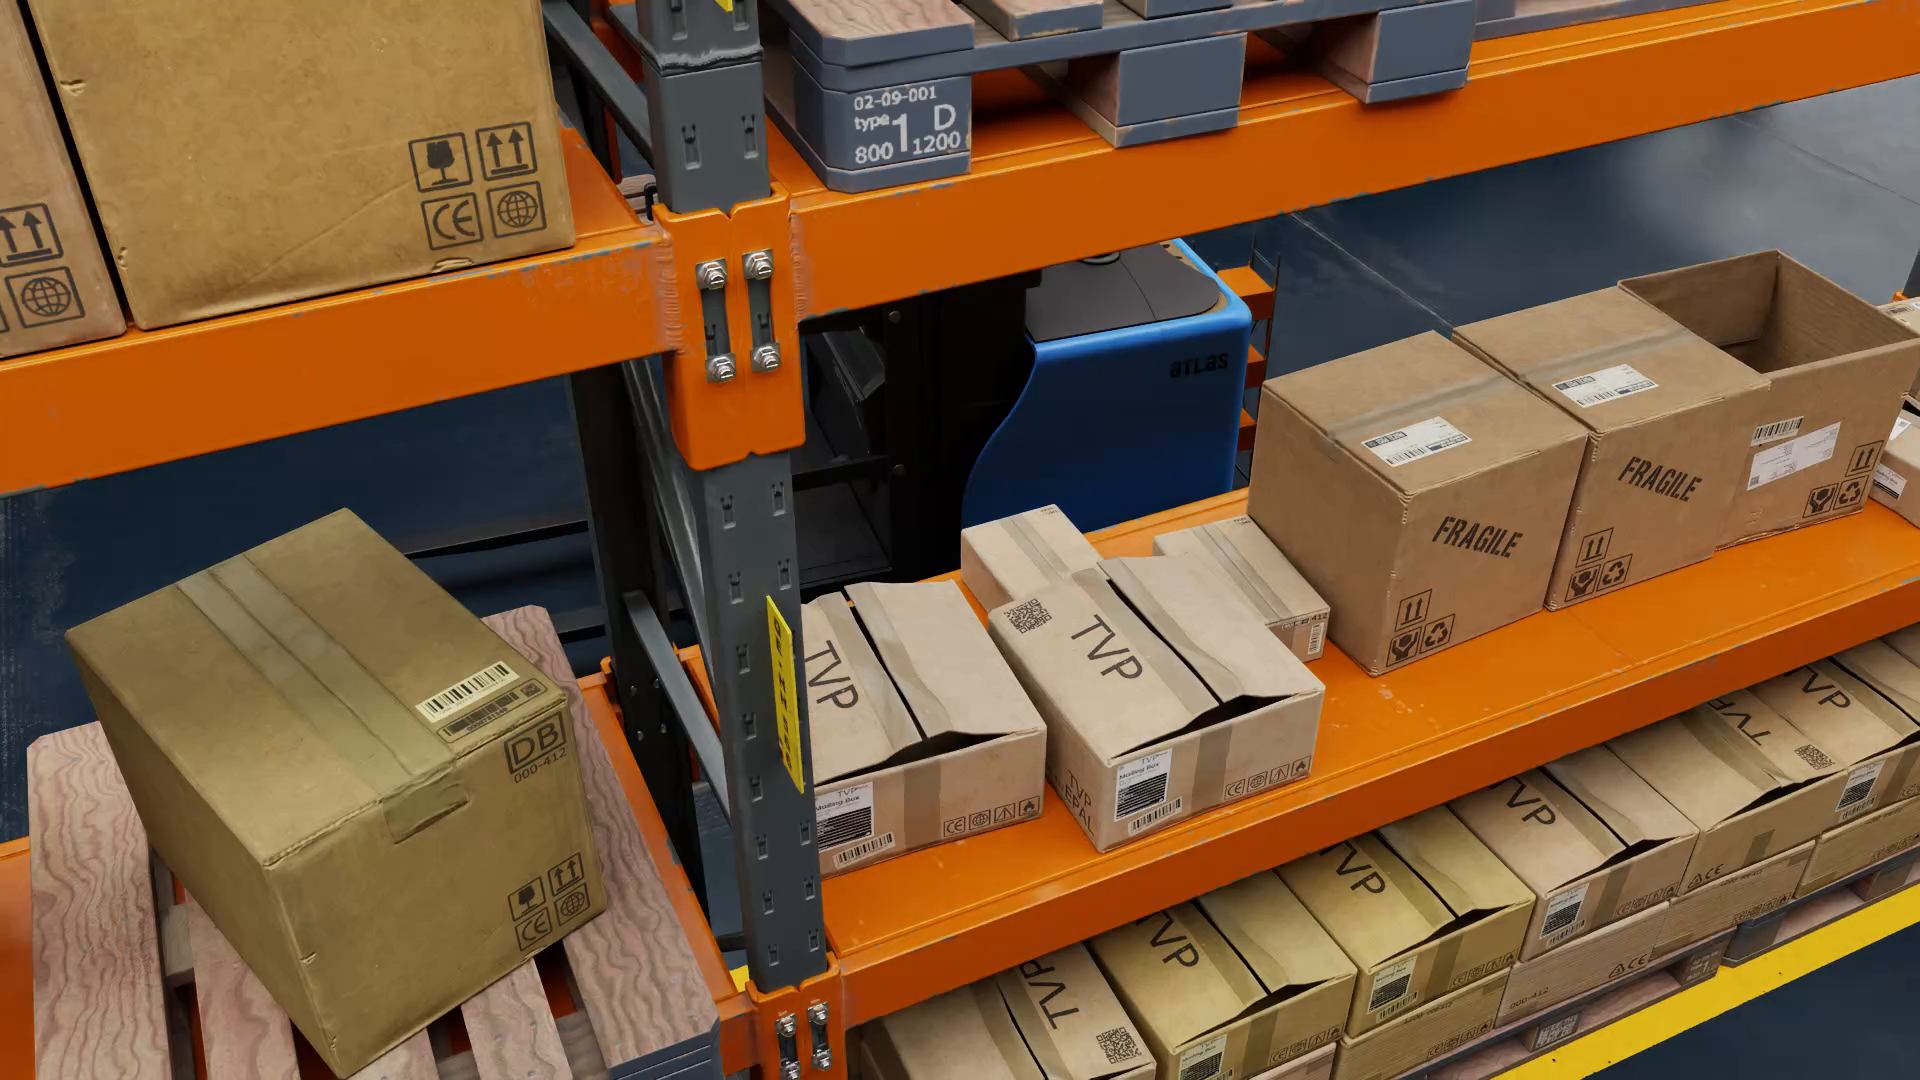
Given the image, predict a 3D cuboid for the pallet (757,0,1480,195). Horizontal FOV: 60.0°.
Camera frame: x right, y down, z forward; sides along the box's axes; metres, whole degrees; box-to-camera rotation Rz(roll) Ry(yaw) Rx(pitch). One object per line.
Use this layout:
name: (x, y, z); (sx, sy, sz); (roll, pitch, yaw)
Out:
pallet: (0.073, -0.970, 2.680); (1.003, 0.211, 1.213); (-14, 39, -18)

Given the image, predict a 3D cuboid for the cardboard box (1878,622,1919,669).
cardboard box: (2.873, 0.334, 4.766); (0.500, 0.311, 0.500); (-16, 39, -20)

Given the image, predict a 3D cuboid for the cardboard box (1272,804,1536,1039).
cardboard box: (1.030, 0.850, 4.071); (0.500, 0.311, 0.500); (-17, 40, -21)

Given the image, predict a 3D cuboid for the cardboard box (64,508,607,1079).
cardboard box: (-1.026, 0.390, 2.769); (0.500, 0.500, 0.700); (-30, 46, -34)

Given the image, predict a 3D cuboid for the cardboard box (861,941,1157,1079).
cardboard box: (0.096, 1.115, 3.713); (0.500, 0.311, 0.500); (-14, 39, -18)

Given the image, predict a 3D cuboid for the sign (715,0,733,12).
sign: (-0.275, -0.740, 1.778); (0.005, 0.325, 0.100); (-16, 39, -20)

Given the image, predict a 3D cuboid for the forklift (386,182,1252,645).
forklift: (-0.589, -1.058, 5.215); (3.031, 2.935, 1.130); (-11, 38, -15)

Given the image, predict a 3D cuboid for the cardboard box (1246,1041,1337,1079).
cardboard box: (0.550, 1.213, 4.052); (0.500, 0.250, 0.500); (-17, 40, -21)

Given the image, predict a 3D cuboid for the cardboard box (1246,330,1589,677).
cardboard box: (1.009, -0.095, 3.776); (0.500, 0.500, 0.500); (-18, 40, -22)

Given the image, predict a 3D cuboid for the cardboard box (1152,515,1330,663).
cardboard box: (0.627, 0.127, 3.772); (0.250, 0.149, 0.380); (-13, 38, -17)

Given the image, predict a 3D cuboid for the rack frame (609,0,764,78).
rack frame: (-0.503, -2.031, 1.434); (0.127, 3.000, 1.000); (-16, 39, -20)

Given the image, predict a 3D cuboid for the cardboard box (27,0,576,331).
cardboard box: (-0.884, -0.737, 2.124); (0.500, 0.500, 0.910); (-16, 39, -20)

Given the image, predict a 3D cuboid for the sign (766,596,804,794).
sign: (-0.264, 0.236, 2.508); (0.005, 0.325, 0.100); (-16, 39, -20)

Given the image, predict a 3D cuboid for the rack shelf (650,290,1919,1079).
rack shelf: (1.307, 0.162, 4.118); (4.000, 0.370, 1.077); (-16, 39, -20)

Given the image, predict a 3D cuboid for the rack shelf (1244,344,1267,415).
rack shelf: (0.977, -0.604, 6.201); (0.240, 0.259, 0.215); (-12, 38, -15)

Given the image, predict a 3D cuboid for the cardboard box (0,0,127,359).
cardboard box: (-1.346, -0.608, 1.950); (0.500, 0.500, 0.910); (-16, 39, -20)

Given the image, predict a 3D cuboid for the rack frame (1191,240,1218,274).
rack frame: (0.861, -0.589, 6.163); (0.008, 1.050, 0.200); (-12, 38, -15)

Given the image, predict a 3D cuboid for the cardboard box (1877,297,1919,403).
cardboard box: (2.690, -0.425, 4.431); (0.500, 0.250, 0.500); (-13, 39, -17)

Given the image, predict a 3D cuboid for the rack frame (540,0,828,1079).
rack frame: (-0.503, 0.379, 3.221); (0.127, 3.000, 1.000); (-16, 39, -20)

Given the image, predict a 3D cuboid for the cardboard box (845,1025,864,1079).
cardboard box: (-0.131, 1.050, 4.272); (0.500, 0.250, 0.500); (-15, 39, -19)

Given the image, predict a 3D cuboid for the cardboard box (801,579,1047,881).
cardboard box: (-0.156, 0.346, 3.340); (0.500, 0.311, 0.500); (-13, 39, -17)

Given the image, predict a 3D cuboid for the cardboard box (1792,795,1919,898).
cardboard box: (2.407, 0.691, 4.757); (0.500, 0.250, 0.500); (-16, 40, -21)

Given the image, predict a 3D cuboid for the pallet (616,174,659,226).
pallet: (-1.887, -1.348, 7.891); (1.213, 0.211, 1.003); (-16, 39, -20)

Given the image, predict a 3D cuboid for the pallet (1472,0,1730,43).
pallet: (1.084, -1.255, 3.064); (1.213, 0.211, 1.003); (-14, 39, -18)

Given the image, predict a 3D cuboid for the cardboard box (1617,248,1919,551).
cardboard box: (1.939, -0.355, 4.126); (0.500, 0.500, 0.500); (-13, 38, -17)

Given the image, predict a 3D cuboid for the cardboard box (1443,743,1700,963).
cardboard box: (1.495, 0.720, 4.247); (0.500, 0.311, 0.500); (-16, 39, -21)

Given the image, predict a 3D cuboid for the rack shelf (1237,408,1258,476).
rack shelf: (0.977, -0.381, 6.367); (0.240, 0.259, 0.215); (-12, 38, -15)

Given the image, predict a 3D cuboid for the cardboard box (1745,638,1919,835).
cardboard box: (2.405, 0.469, 4.584); (0.500, 0.311, 0.500); (-15, 39, -19)

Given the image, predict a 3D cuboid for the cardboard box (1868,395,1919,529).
cardboard box: (2.400, -0.258, 4.193); (0.258, 0.266, 0.396); (-17, 40, -21)

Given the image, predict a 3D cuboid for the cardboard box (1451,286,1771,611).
cardboard box: (1.485, -0.228, 3.955); (0.500, 0.500, 0.500); (-16, 39, -20)

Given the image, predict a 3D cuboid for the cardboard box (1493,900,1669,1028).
cardboard box: (1.483, 0.948, 4.409); (0.500, 0.250, 0.500); (-15, 39, -19)

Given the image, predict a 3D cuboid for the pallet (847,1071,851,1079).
pallet: (0.258, 1.312, 4.304); (1.213, 0.211, 1.003); (-16, 39, -20)

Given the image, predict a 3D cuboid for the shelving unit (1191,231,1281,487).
shelving unit: (0.977, -0.613, 6.195); (0.252, 1.050, 0.215); (-12, 38, -15)

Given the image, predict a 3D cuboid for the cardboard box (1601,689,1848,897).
cardboard box: (1.952, 0.594, 4.416); (0.500, 0.311, 0.500); (-16, 39, -20)

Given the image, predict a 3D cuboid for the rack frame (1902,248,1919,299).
rack frame: (3.118, -0.633, 4.586); (0.127, 3.000, 1.000); (-16, 39, -20)

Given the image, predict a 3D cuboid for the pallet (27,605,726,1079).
pallet: (-1.087, 0.666, 2.996); (1.003, 0.211, 1.213); (-16, 39, -20)

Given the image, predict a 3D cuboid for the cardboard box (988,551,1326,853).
cardboard box: (0.389, 0.293, 3.412); (0.500, 0.311, 0.500); (-16, 39, -20)

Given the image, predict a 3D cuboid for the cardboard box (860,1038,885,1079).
cardboard box: (0.096, 1.341, 3.880); (0.500, 0.250, 0.500); (-16, 39, -20)

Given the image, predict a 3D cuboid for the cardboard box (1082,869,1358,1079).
cardboard box: (0.567, 0.978, 3.899); (0.500, 0.311, 0.500); (-17, 40, -21)

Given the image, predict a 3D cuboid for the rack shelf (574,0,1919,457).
rack shelf: (1.307, -1.043, 3.224); (4.000, 0.370, 1.077); (-16, 39, -20)

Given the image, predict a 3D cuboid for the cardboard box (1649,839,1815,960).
cardboard box: (1.944, 0.820, 4.582); (0.500, 0.250, 0.500); (-15, 39, -19)

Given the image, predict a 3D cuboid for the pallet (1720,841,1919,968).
pallet: (2.467, 0.694, 5.137); (1.213, 0.211, 1.003); (-16, 39, -20)

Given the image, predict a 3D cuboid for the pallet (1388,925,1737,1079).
pallet: (1.361, 1.005, 4.718); (1.213, 0.211, 1.003); (-16, 39, -20)

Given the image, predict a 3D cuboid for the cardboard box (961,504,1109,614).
cardboard box: (0.193, 0.103, 3.804); (0.250, 0.149, 0.380); (-16, 39, -20)

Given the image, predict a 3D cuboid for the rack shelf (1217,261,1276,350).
rack shelf: (0.977, -0.832, 6.032); (0.240, 0.259, 0.215); (-12, 38, -15)

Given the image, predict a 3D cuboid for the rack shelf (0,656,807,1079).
rack shelf: (-2.314, 1.174, 2.753); (4.000, 0.370, 1.077); (-16, 39, -20)

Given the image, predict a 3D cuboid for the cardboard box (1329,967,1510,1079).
cardboard box: (1.018, 1.078, 4.234); (0.500, 0.250, 0.500); (-17, 40, -21)

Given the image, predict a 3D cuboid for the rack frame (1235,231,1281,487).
rack frame: (1.092, -0.636, 6.227); (0.008, 1.050, 0.200); (-12, 38, -15)

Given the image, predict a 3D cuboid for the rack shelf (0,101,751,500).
rack shelf: (-2.314, -0.031, 1.859); (4.000, 0.370, 1.077); (-16, 39, -20)
